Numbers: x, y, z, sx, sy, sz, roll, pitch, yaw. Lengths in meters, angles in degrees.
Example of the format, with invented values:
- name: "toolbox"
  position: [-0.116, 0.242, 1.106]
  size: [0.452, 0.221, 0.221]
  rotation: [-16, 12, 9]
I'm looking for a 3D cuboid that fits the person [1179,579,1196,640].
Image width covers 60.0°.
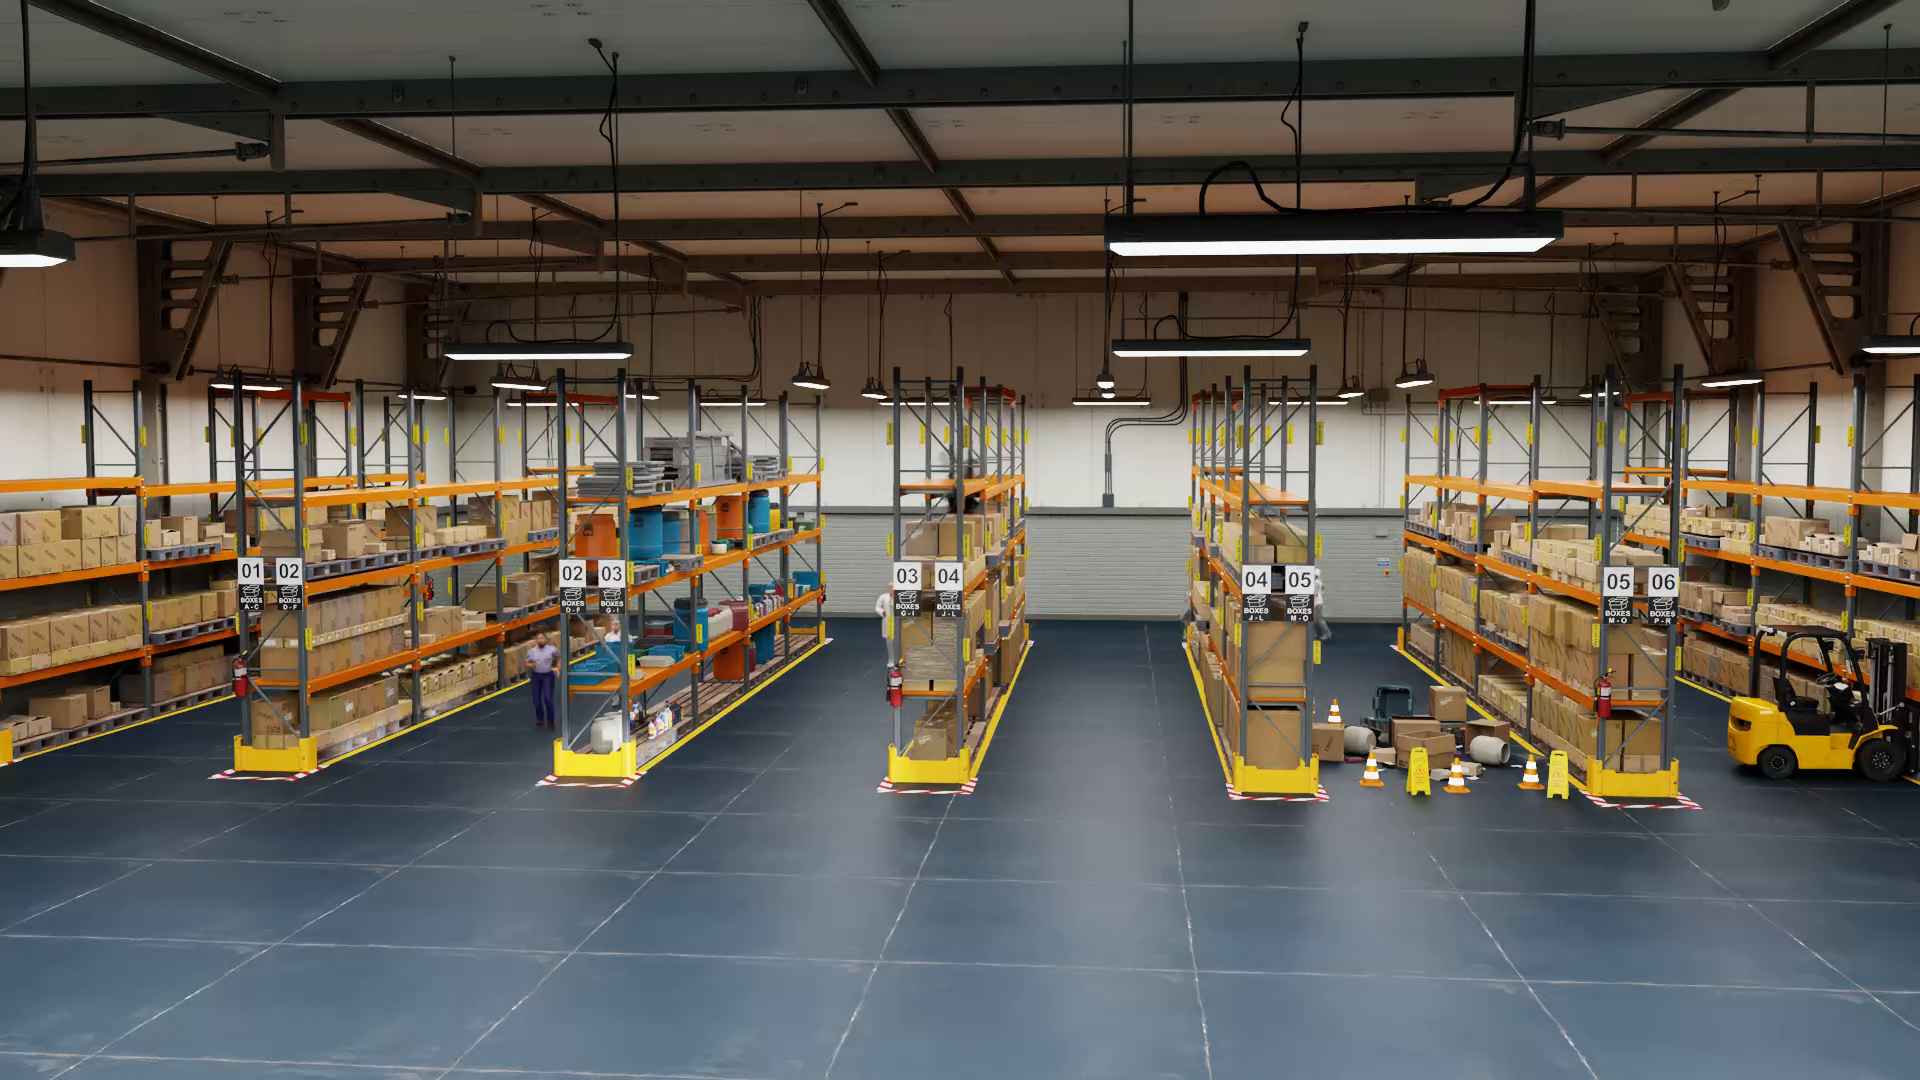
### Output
- name: "person"
  position: [5.704, 1.702, 40.664]
  size: [0.620, 1.544, 0.575]
  rotation: [-1, 4, -20]

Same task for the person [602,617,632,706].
- name: "person"
  position: [-6.395, 2.255, 30.923]
  size: [0.610, 1.648, 0.551]
  rotation: [0, 4, 5]

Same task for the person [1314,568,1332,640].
- name: "person"
  position: [8.675, 1.615, 40.528]
  size: [0.778, 1.843, 0.627]
  rotation: [1, 4, 11]

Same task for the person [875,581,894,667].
- name: "person"
  position: [-1.343, 1.785, 33.527]
  size: [0.740, 1.910, 0.793]
  rotation: [0, 4, 8]

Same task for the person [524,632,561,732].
- name: "person"
  position: [-7.130, 2.424, 28.426]
  size: [0.598, 1.703, 0.732]
  rotation: [0, 4, -3]
